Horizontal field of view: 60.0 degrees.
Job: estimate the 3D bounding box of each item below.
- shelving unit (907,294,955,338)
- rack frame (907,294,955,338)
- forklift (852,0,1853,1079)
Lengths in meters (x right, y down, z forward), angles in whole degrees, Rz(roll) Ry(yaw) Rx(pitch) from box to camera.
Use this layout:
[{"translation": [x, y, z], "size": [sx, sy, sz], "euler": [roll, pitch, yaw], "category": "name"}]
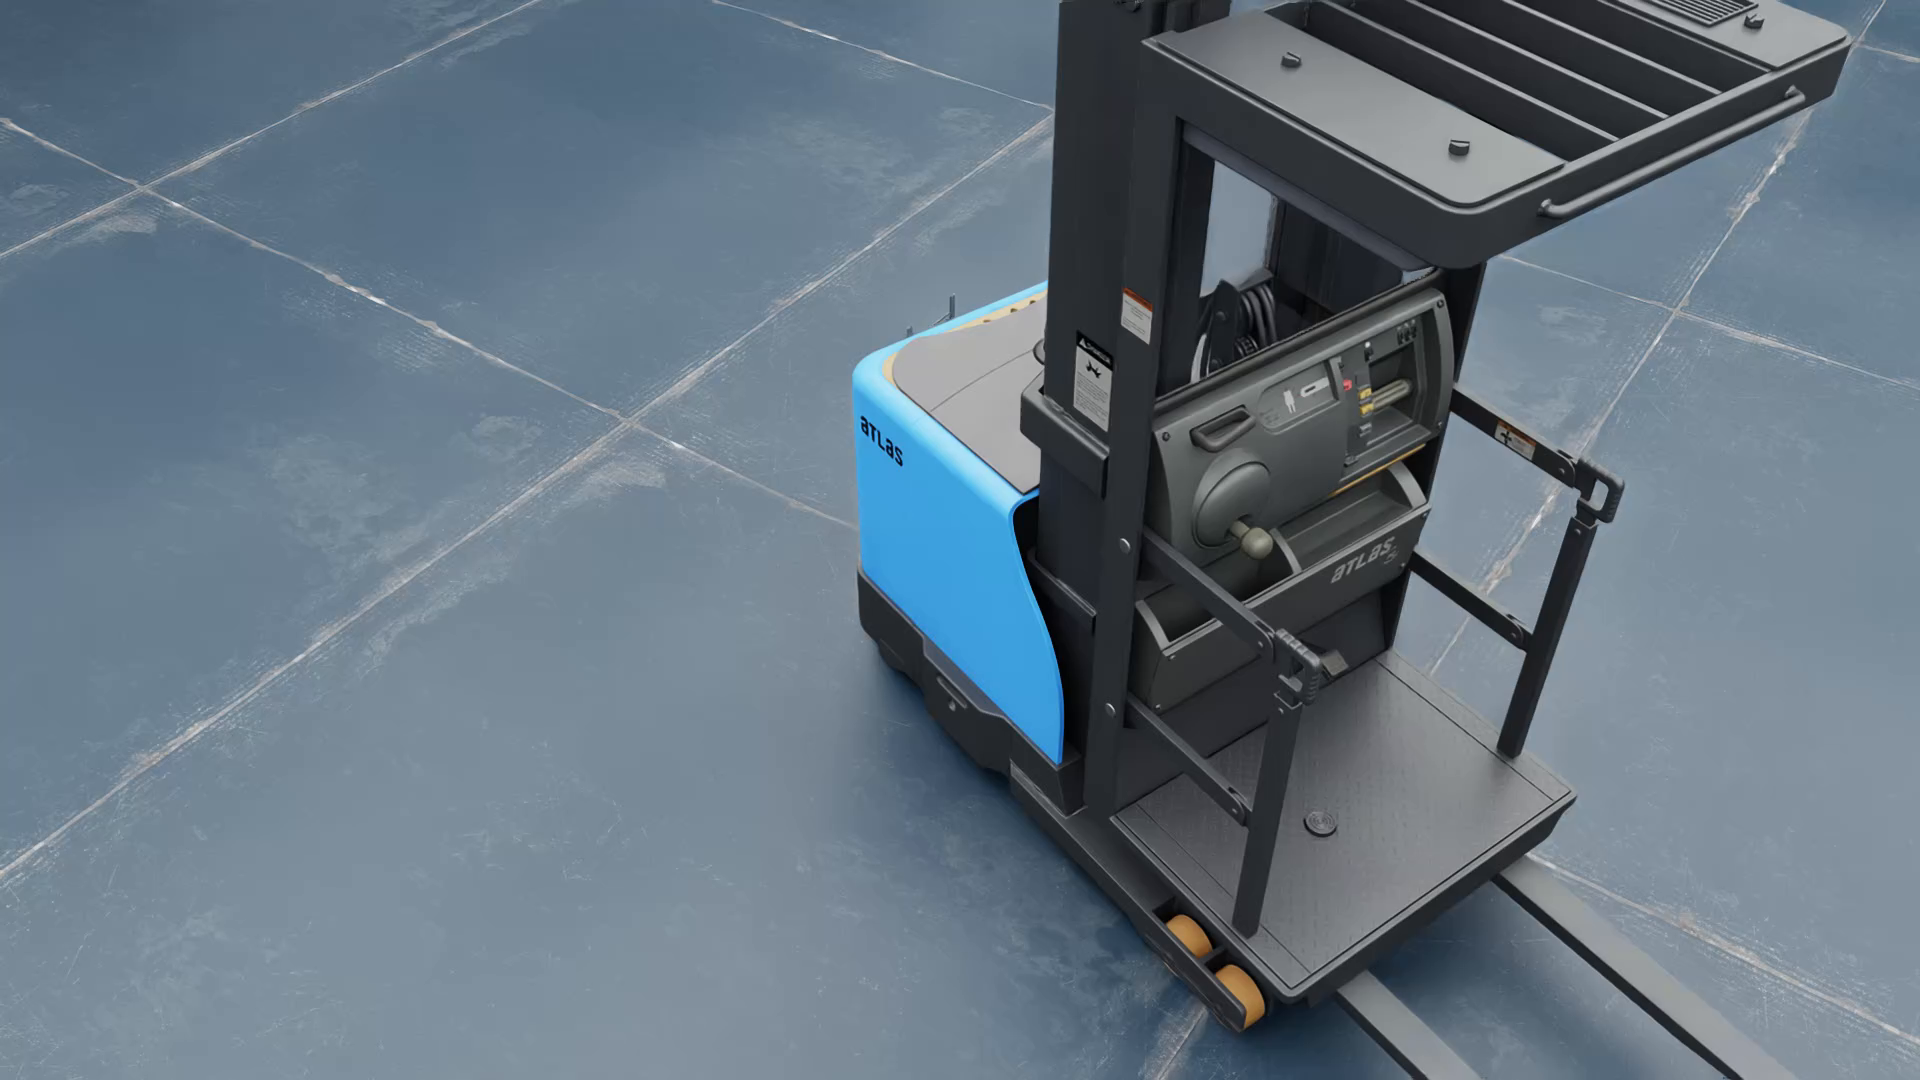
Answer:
[{"translation": [-0.009, -0.341, 5.456], "size": [0.210, 0.900, 0.258], "euler": [27, 48, 27], "category": "shelving unit"}, {"translation": [-0.090, -0.381, 5.501], "size": [0.006, 0.900, 0.240], "euler": [27, 48, 27], "category": "rack frame"}, {"translation": [0.949, -0.194, 3.769], "size": [1.130, 2.935, 3.031], "euler": [-26, 48, -26], "category": "forklift"}]
